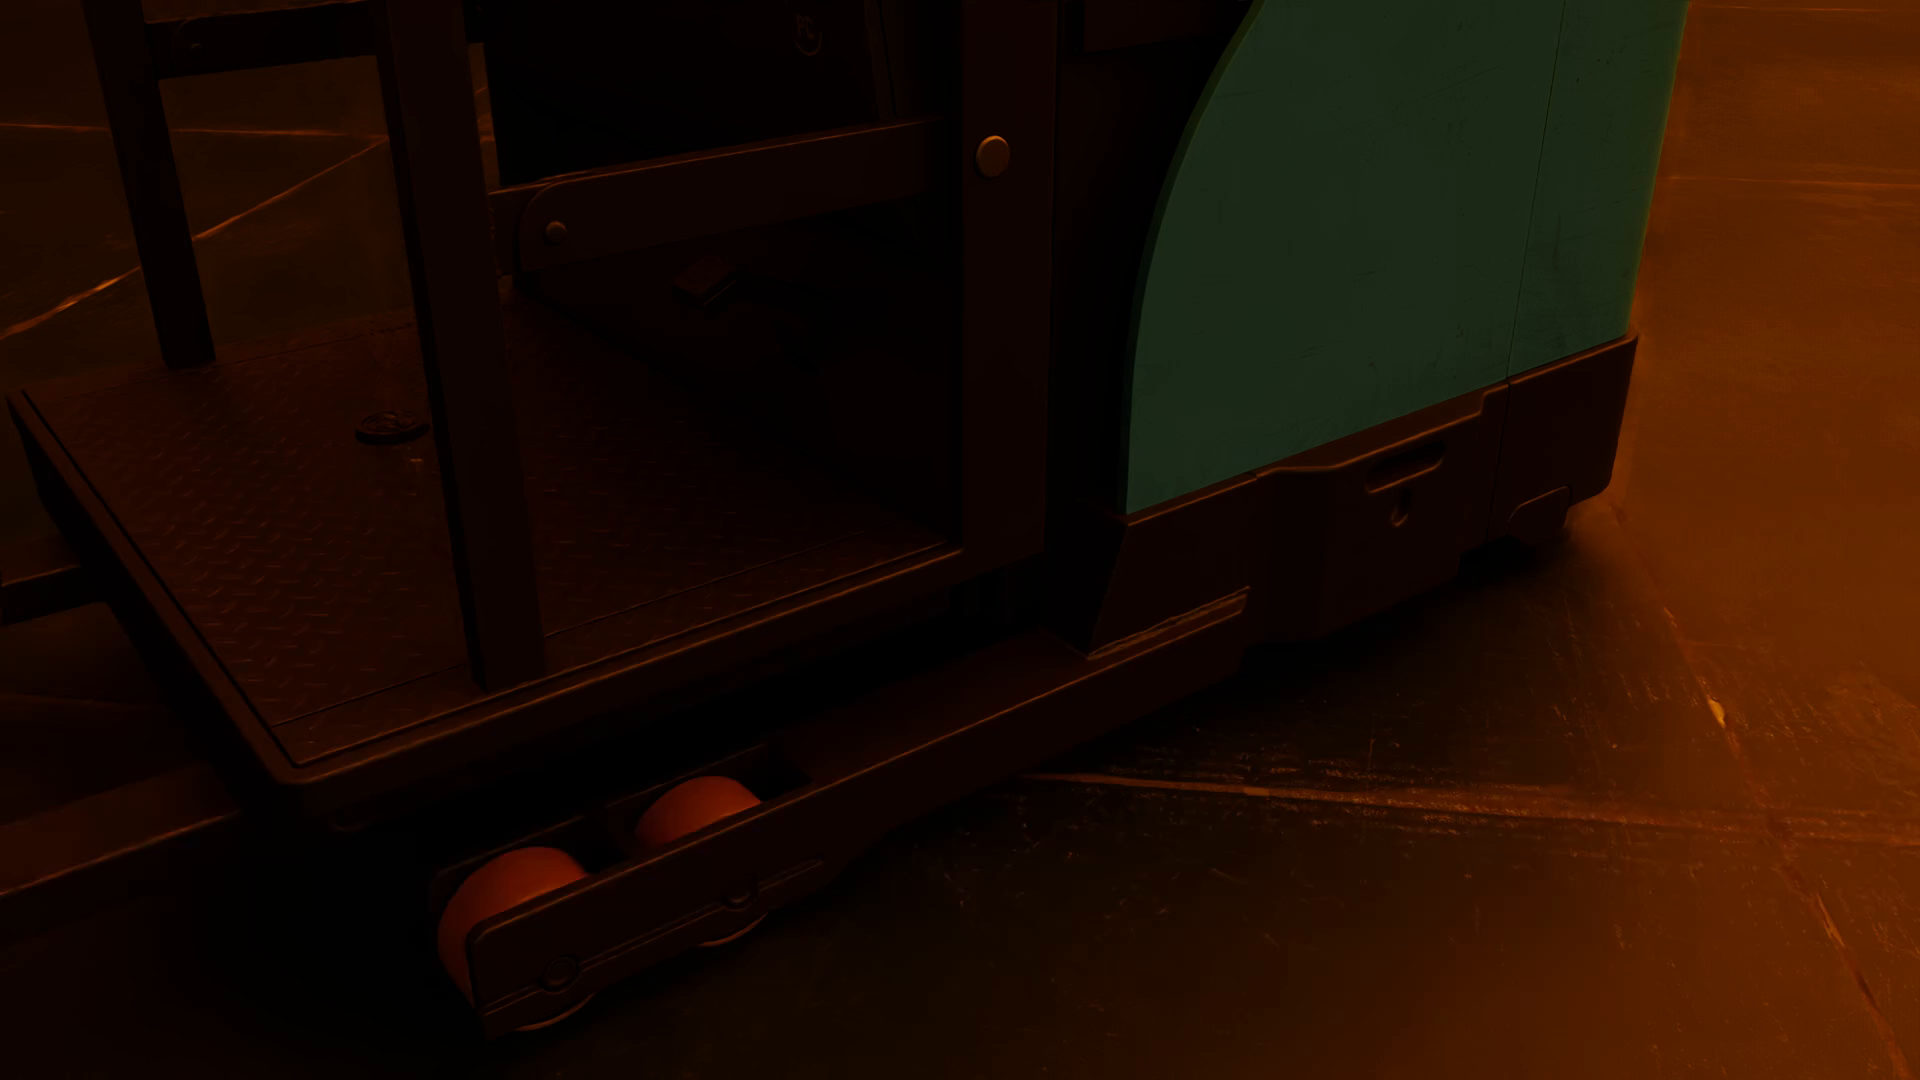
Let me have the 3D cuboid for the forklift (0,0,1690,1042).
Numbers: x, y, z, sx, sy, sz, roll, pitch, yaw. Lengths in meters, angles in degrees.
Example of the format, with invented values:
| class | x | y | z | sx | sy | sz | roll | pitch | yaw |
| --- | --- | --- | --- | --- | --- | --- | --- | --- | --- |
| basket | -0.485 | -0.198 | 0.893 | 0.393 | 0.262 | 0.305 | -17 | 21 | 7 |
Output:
| class | x | y | z | sx | sy | sz | roll | pitch | yaw |
| --- | --- | --- | --- | --- | --- | --- | --- | --- | --- |
| forklift | -0.486 | -1.117 | 1.455 | 3.031 | 2.935 | 1.130 | -19 | 32 | -33 |
